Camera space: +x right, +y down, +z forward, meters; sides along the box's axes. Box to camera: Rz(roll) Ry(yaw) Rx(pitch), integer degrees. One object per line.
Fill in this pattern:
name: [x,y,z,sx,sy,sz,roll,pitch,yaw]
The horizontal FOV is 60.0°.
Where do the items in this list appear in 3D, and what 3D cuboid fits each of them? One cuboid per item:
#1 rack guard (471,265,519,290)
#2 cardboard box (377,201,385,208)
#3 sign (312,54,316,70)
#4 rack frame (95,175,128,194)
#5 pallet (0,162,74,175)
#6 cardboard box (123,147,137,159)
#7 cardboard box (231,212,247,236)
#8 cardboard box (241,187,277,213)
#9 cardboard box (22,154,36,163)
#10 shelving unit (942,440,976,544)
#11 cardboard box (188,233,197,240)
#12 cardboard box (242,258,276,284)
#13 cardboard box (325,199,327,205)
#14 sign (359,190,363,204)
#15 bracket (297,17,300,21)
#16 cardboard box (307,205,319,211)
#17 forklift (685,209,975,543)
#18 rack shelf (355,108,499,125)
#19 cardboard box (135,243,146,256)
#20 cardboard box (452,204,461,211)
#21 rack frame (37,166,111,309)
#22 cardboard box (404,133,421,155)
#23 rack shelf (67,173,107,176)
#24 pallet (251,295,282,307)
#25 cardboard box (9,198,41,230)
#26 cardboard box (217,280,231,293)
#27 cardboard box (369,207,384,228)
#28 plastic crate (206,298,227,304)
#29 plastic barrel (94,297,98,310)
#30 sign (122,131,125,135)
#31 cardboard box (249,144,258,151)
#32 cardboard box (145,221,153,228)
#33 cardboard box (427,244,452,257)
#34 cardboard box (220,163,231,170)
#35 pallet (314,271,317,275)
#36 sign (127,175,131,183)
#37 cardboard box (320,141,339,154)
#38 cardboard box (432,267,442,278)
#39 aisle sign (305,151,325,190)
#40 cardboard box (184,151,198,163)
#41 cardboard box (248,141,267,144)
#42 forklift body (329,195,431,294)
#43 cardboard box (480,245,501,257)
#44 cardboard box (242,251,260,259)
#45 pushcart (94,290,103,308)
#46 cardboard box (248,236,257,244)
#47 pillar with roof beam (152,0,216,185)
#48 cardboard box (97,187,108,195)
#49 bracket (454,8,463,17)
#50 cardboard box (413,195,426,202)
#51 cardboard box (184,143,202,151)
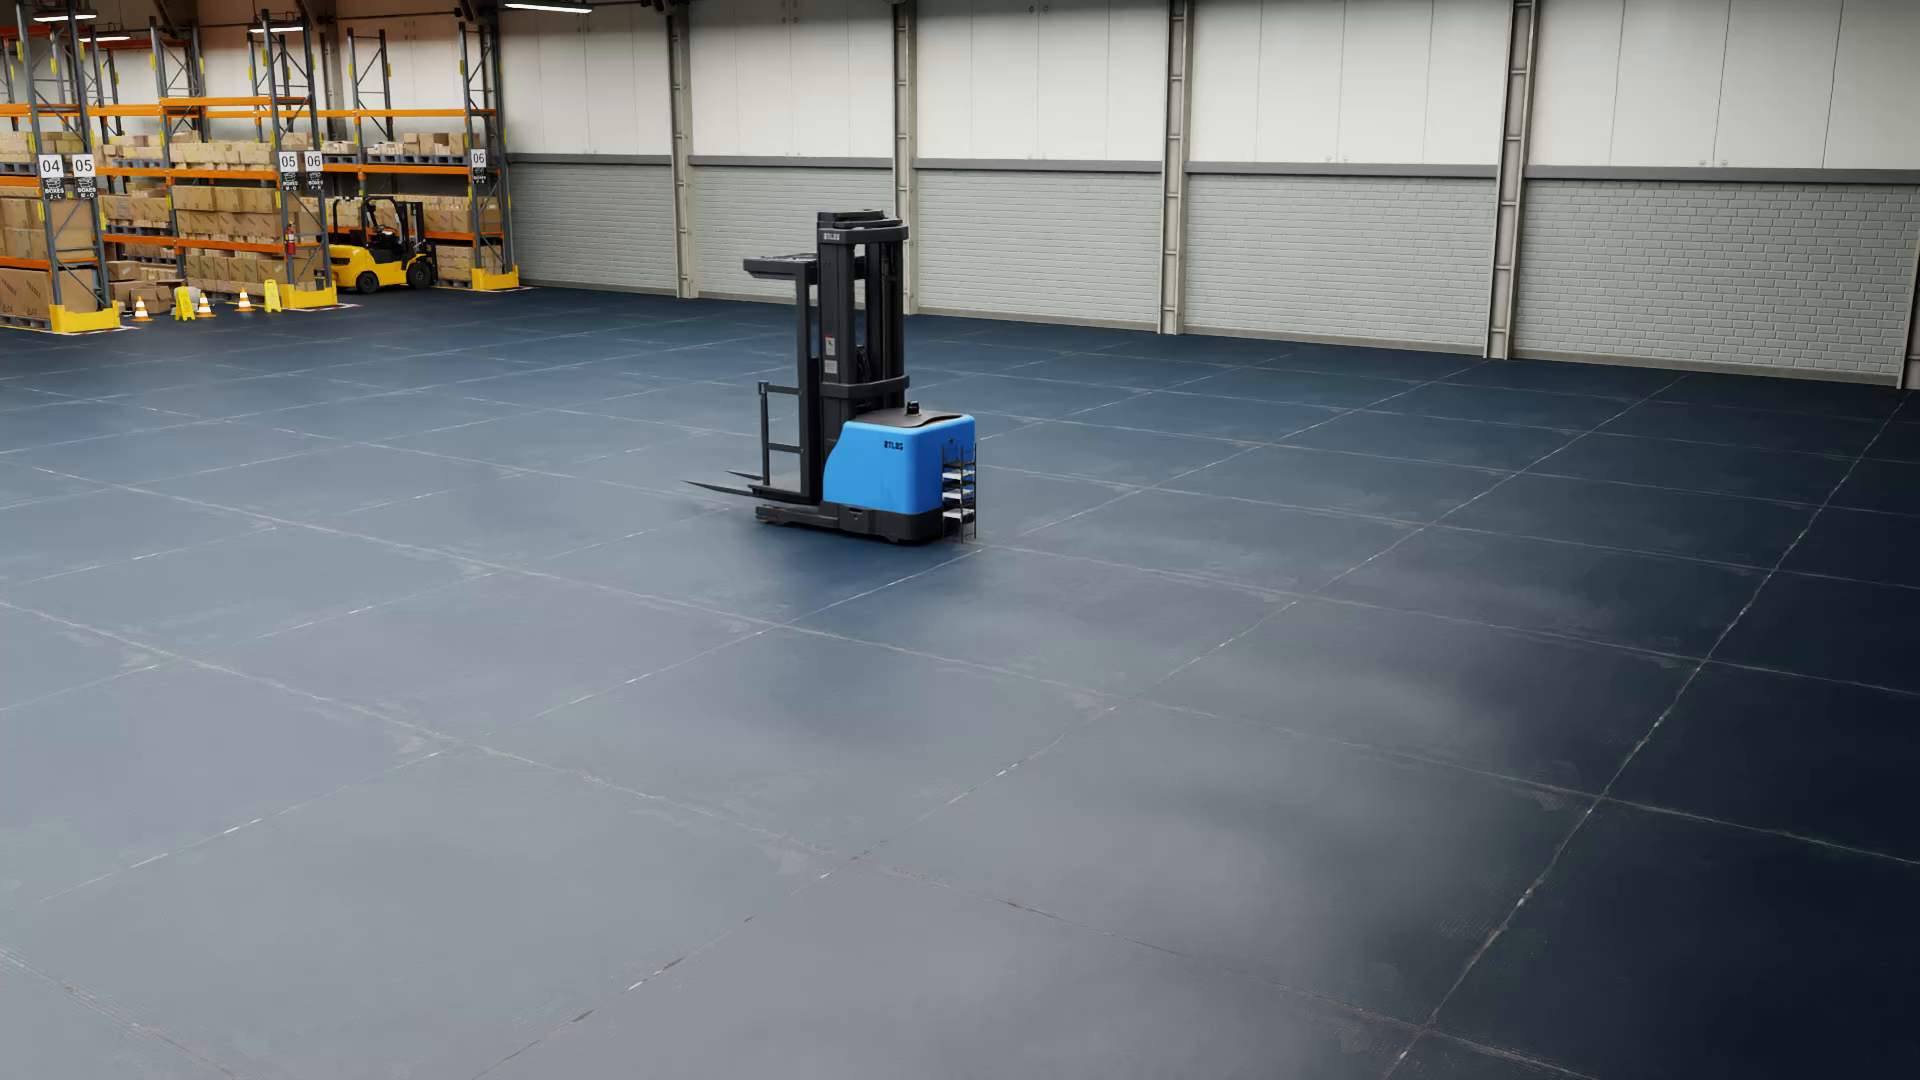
rack guard: [-10.958,-6.192,39.222,0.348,0.500,1.175,9,17,33]
cardboard box: [-13.964,-8.179,40.488,0.250,0.149,0.380,10,17,34]
sign: [-13.442,-9.930,34.529,0.005,0.325,0.100,9,17,33]
rack frame: [-24.255,-9.554,47.603,0.127,3.000,1.000,9,17,33]
pallet: [-17.046,-6.928,30.937,1.213,0.211,1.003,9,17,33]
cardboard box: [-18.470,-8.729,37.464,0.500,0.250,0.500,9,17,34]
cardboard box: [-15.176,-6.765,35.508,0.500,0.500,0.500,9,17,33]
cardboard box: [-14.707,-7.191,35.148,0.500,0.500,0.700,9,17,33]
cardboard box: [-16.889,-6.981,30.407,0.250,0.149,0.380,9,17,33]
shelving unit: [-0.007,-0.438,15.146,0.210,0.900,0.258,9,17,33]
cardboard box: [-16.744,-6.703,36.608,0.250,0.149,0.380,10,17,34]
cardboard box: [-14.991,-5.776,35.628,0.500,0.500,0.500,10,17,35]
cardboard box: [-15.781,-8.475,41.686,0.250,0.149,0.380,9,17,33]
sign: [-14.592,-8.359,40.530,0.005,0.325,0.100,9,17,33]
bracket: [-16.574,-13.130,42.074,0.430,0.232,0.235,9,17,33]
cardboard box: [-16.108,-8.338,41.963,0.500,0.250,0.500,9,17,34]
forklift: [-1.341,-1.653,15.826,3.031,2.935,1.130,10,17,34]
rack shelf: [-12.638,-10.045,39.432,4.000,0.370,1.077,9,17,33]
cardboard box: [-22.729,-8.230,46.584,0.500,0.500,0.500,10,17,34]
cardboard box: [-11.651,-7.791,38.921,0.250,0.149,0.380,9,17,34]
rack frame: [-16.424,-5.418,30.893,0.127,3.000,1.000,9,17,33]
cardboard box: [-12.740,-9.421,39.526,0.637,0.503,0.797,10,17,35]
rack shelf: [-22.043,-8.866,40.078,4.000,0.370,1.077,9,17,33]
pallet: [-14.463,-5.191,35.779,1.213,0.211,1.003,9,17,33]
cardboard box: [-17.218,-6.127,31.201,0.550,0.550,0.875,9,17,33]
cardboard box: [-15.835,-5.551,36.279,0.500,0.250,0.500,9,16,32]
cardboard box: [-14.075,-7.882,40.639,0.500,0.500,0.500,9,16,31]
plastic crate: [-16.219,-5.163,35.941,0.583,0.080,0.402,3,14,14]
plastic barrel: [-17.946,-4.857,33.990,0.512,0.421,0.421,-4,14,-16]
sign: [-23.928,-11.548,47.572,0.005,0.325,0.100,9,17,33]
cardboard box: [-14.605,-8.199,34.748,0.250,0.149,0.380,9,16,32]
cardboard box: [-18.088,-7.117,37.406,0.250,0.149,0.380,9,16,32]
cardboard box: [-12.386,-6.895,39.630,0.500,0.250,0.500,9,17,34]
cardboard box: [-15.497,-7.941,35.369,0.250,0.149,0.380,9,16,32]
pallet: [-16.955,-7.009,43.126,1.213,0.211,1.003,9,17,33]
sign: [-23.928,-10.377,47.862,0.005,0.325,0.100,9,17,33]
cardboard box: [-15.671,-9.761,41.301,0.500,0.311,0.500,9,16,31]
cardboard box: [-12.362,-6.415,39.770,0.500,0.250,0.500,9,17,33]
aisle sign: [-13.521,-7.734,34.838,0.004,0.787,0.394,9,17,33]
cardboard box: [-16.419,-8.301,35.993,0.500,0.250,0.500,9,17,32]
cardboard box: [-18.067,-10.189,42.791,0.250,0.149,0.380,10,17,35]
forklift body: [-13.570,-6.887,38.595,1.214,2.155,2.313,9,17,33]
cardboard box: [-11.271,-6.865,39.507,0.500,0.250,0.500,9,16,32]
cardboard box: [-15.105,-6.092,35.554,0.250,0.149,0.380,10,17,34]
pushcart: [-18.295,-5.220,35.553,0.936,0.377,1.648,3,14,14]
cardboard box: [-14.878,-6.383,35.314,0.250,0.149,0.380,10,17,34]
pillar with roof beam: [-23.413,-11.344,42.351,0.548,9.000,9.100,9,17,33]
cardboard box: [-20.656,-8.140,39.601,0.500,0.500,0.500,9,16,31]
bracket: [-11.595,-12.326,38.823,0.430,0.232,0.235,9,17,33]
cardboard box: [-12.868,-8.164,39.810,0.250,0.149,0.380,9,17,33]
cardboard box: [-16.539,-8.502,35.974,0.250,0.149,0.380,9,16,31]
